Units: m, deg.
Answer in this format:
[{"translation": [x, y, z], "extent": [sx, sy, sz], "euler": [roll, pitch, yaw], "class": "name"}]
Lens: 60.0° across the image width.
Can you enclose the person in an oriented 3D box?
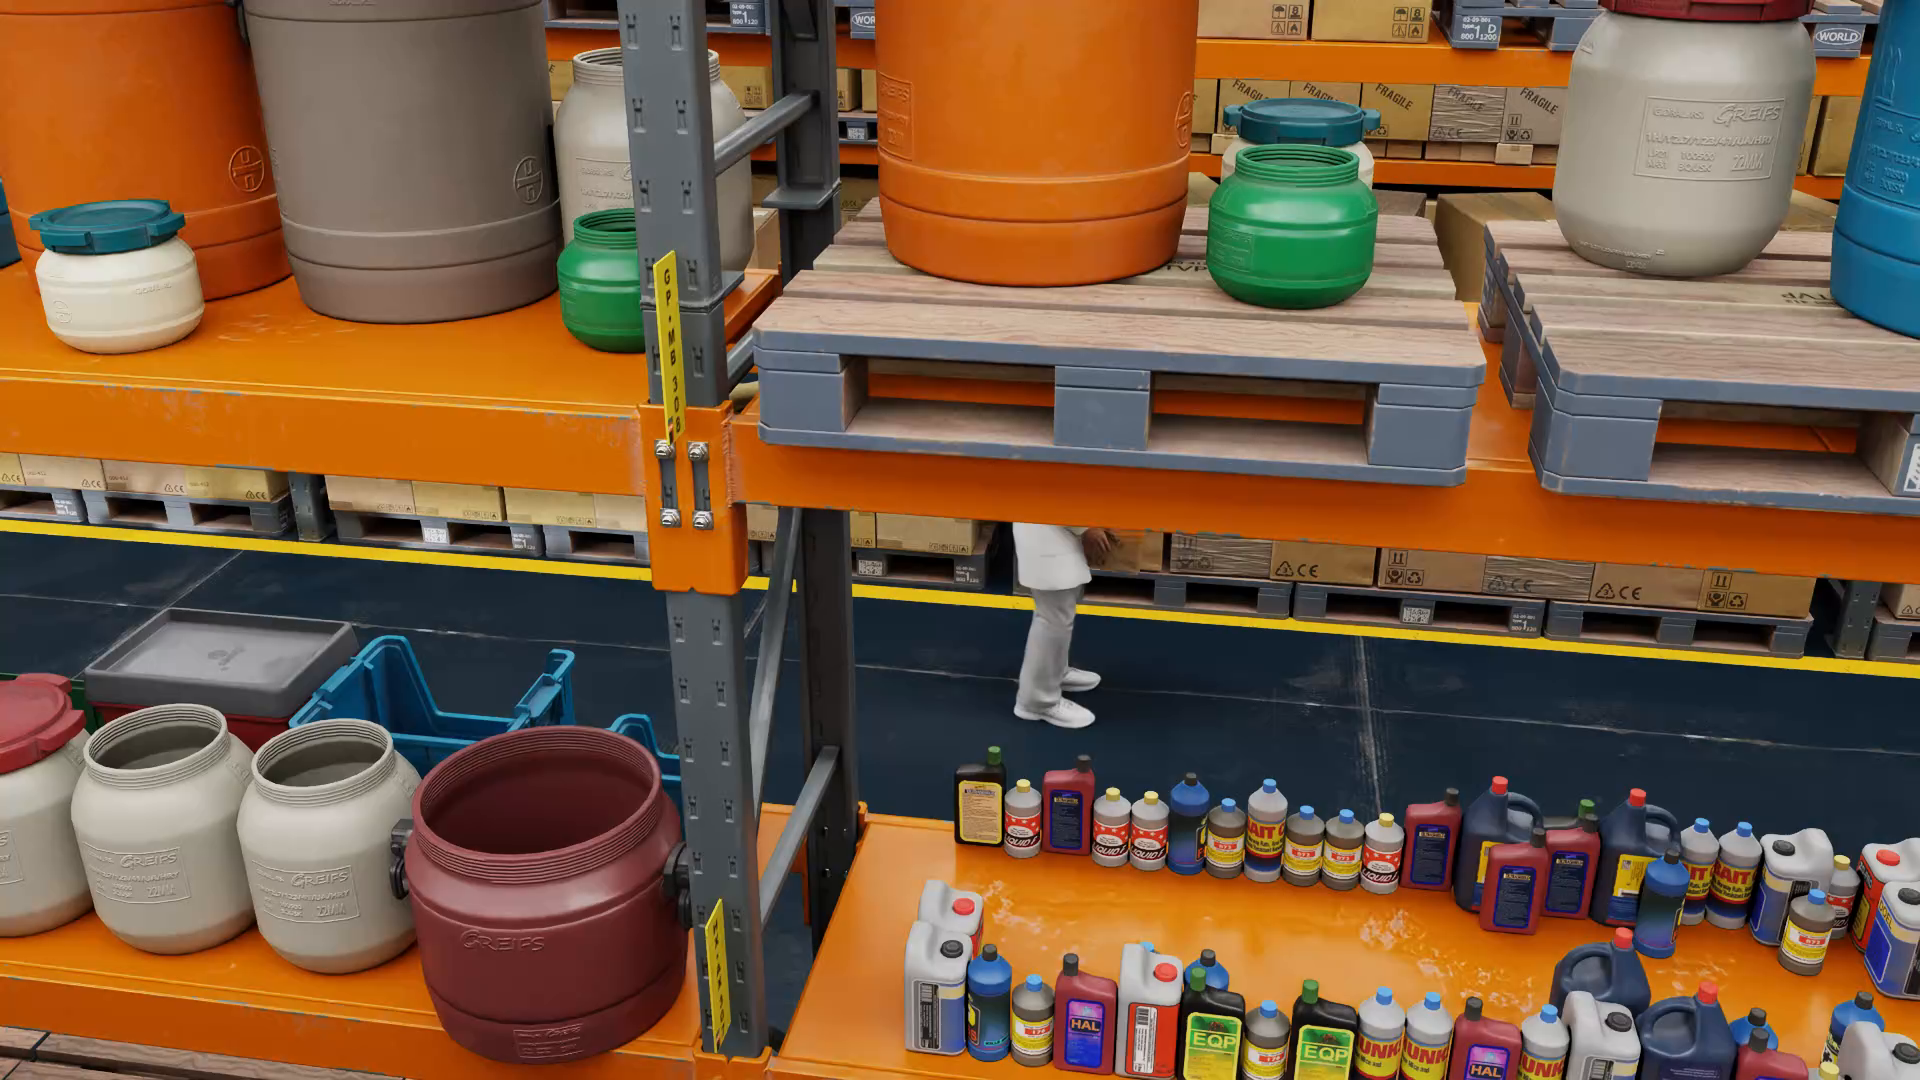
[{"translation": [0.453, -0.074, 7.275], "extent": [0.467, 1.782, 0.575], "euler": [4, 25, 8], "class": "person"}]
